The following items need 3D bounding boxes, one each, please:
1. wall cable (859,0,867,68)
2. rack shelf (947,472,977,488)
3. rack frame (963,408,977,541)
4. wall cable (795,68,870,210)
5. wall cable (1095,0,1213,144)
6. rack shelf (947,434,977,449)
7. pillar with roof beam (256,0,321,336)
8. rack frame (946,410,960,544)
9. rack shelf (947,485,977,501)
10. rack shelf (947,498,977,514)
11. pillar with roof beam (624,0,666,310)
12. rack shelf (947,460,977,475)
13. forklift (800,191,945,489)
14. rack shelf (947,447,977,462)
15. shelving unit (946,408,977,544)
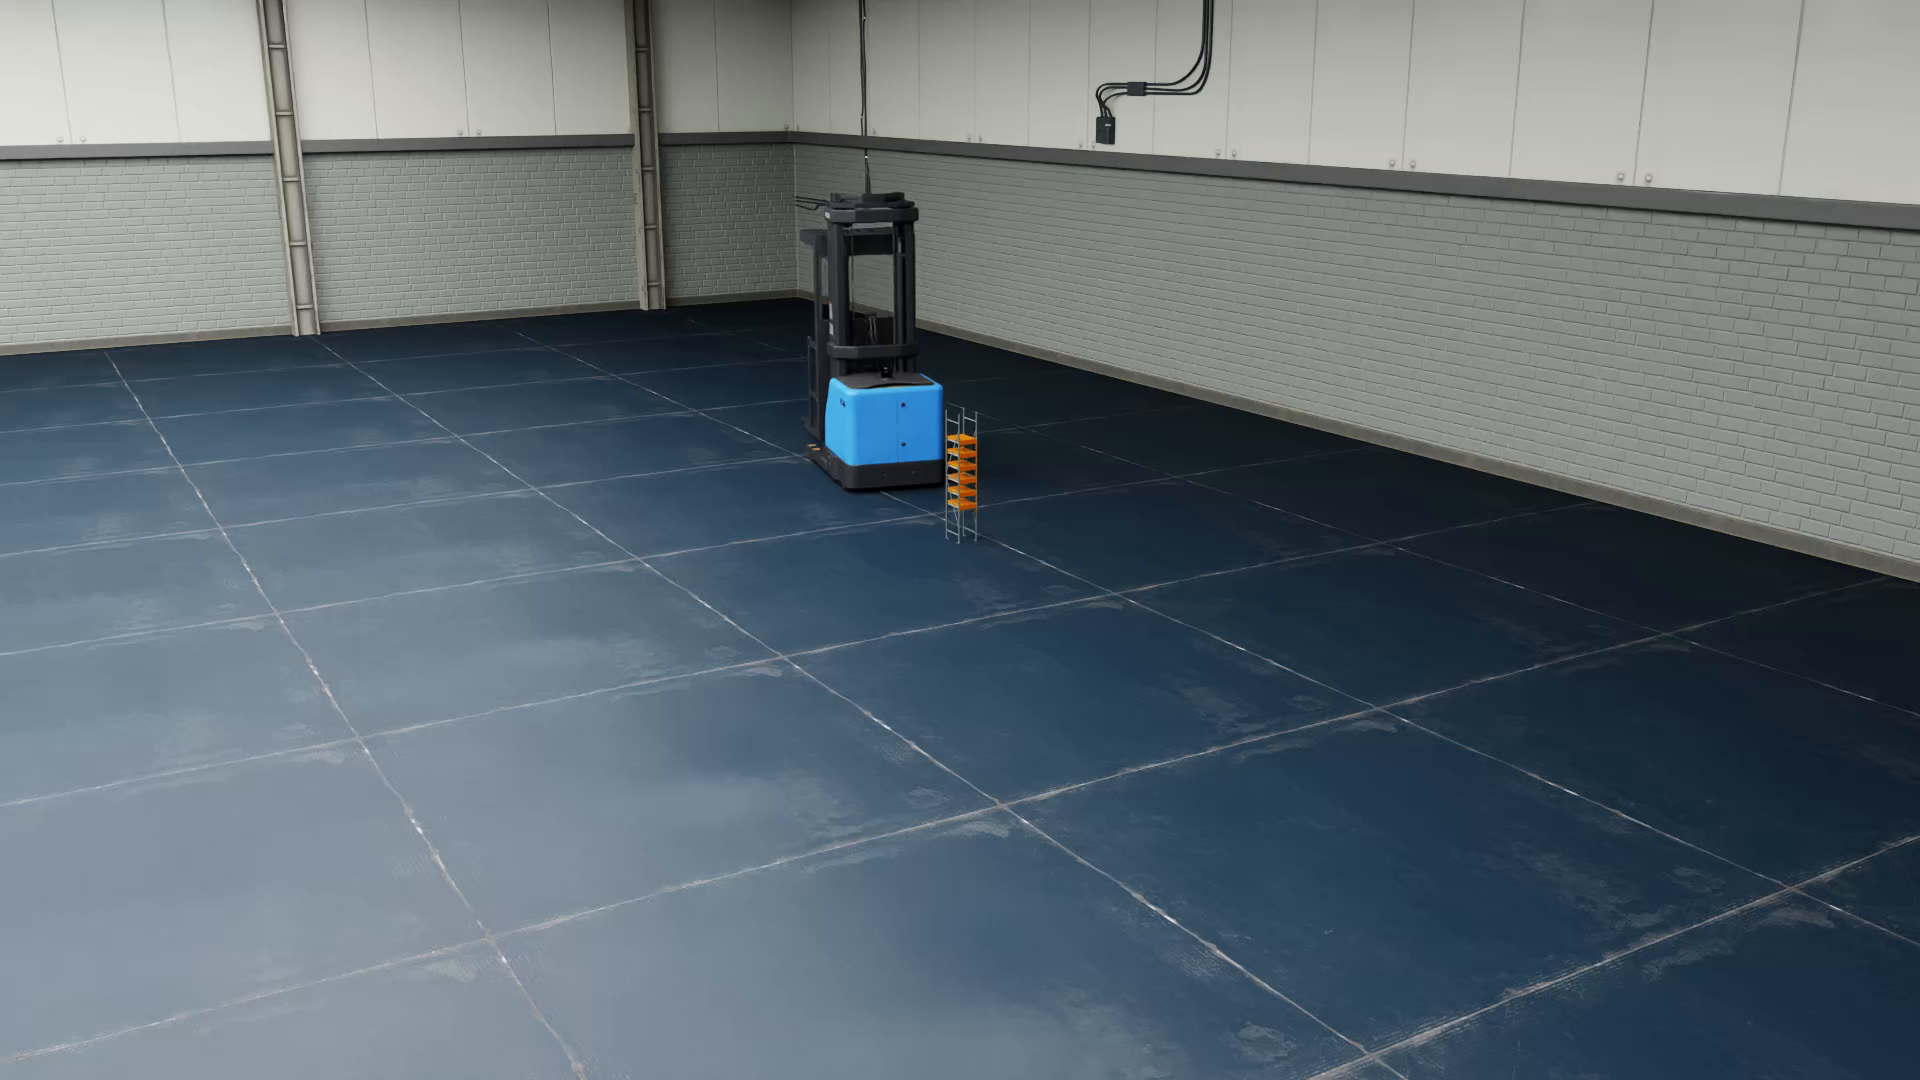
[{"bbox_3d":[-0.993,-8.963,26.947,0.112,2.526,3.097,-9,18,-30],"label":"wall cable"},{"bbox_3d":[0.012,-0.537,15.107,0.180,0.103,0.258,-9,18,-30],"label":"rack shelf"},{"bbox_3d":[0.091,-0.592,15.141,0.006,1.200,0.240,-9,18,-30],"label":"rack frame"},{"bbox_3d":[-2.386,-7.157,29.861,0.112,2.526,3.097,-9,18,-30],"label":"wall cable"},{"bbox_3d":[2.489,-8.091,21.140,0.169,6.003,2.305,-9,18,-30],"label":"wall cable"},{"bbox_3d":[0.012,-0.884,15.010,0.180,0.103,0.258,-9,18,-30],"label":"rack shelf"},{"bbox_3d":[-8.519,-6.718,22.544,0.400,9.000,9.100,-9,18,-30],"label":"pillar with roof beam"},{"bbox_3d":[-0.066,-0.567,15.050,0.006,1.200,0.240,-9,18,-30],"label":"rack frame"},{"bbox_3d":[0.012,-0.421,15.140,0.180,0.103,0.258,-9,18,-30],"label":"rack shelf"},{"bbox_3d":[0.012,-0.306,15.172,0.180,0.103,0.258,-9,18,-30],"label":"rack shelf"},{"bbox_3d":[-3.376,-7.552,25.520,0.400,9.000,9.100,-9,18,-30],"label":"pillar with roof beam"},{"bbox_3d":[0.012,-0.653,15.075,0.180,0.103,0.258,-9,18,-30],"label":"rack shelf"},{"bbox_3d":[-1.083,-2.285,17.972,1.130,2.935,3.031,-5,16,-17],"label":"forklift"},{"bbox_3d":[0.012,-0.768,15.042,0.180,0.103,0.258,-9,18,-30],"label":"rack shelf"},{"bbox_3d":[0.012,-0.580,15.095,0.189,1.200,0.258,-9,18,-30],"label":"shelving unit"}]
